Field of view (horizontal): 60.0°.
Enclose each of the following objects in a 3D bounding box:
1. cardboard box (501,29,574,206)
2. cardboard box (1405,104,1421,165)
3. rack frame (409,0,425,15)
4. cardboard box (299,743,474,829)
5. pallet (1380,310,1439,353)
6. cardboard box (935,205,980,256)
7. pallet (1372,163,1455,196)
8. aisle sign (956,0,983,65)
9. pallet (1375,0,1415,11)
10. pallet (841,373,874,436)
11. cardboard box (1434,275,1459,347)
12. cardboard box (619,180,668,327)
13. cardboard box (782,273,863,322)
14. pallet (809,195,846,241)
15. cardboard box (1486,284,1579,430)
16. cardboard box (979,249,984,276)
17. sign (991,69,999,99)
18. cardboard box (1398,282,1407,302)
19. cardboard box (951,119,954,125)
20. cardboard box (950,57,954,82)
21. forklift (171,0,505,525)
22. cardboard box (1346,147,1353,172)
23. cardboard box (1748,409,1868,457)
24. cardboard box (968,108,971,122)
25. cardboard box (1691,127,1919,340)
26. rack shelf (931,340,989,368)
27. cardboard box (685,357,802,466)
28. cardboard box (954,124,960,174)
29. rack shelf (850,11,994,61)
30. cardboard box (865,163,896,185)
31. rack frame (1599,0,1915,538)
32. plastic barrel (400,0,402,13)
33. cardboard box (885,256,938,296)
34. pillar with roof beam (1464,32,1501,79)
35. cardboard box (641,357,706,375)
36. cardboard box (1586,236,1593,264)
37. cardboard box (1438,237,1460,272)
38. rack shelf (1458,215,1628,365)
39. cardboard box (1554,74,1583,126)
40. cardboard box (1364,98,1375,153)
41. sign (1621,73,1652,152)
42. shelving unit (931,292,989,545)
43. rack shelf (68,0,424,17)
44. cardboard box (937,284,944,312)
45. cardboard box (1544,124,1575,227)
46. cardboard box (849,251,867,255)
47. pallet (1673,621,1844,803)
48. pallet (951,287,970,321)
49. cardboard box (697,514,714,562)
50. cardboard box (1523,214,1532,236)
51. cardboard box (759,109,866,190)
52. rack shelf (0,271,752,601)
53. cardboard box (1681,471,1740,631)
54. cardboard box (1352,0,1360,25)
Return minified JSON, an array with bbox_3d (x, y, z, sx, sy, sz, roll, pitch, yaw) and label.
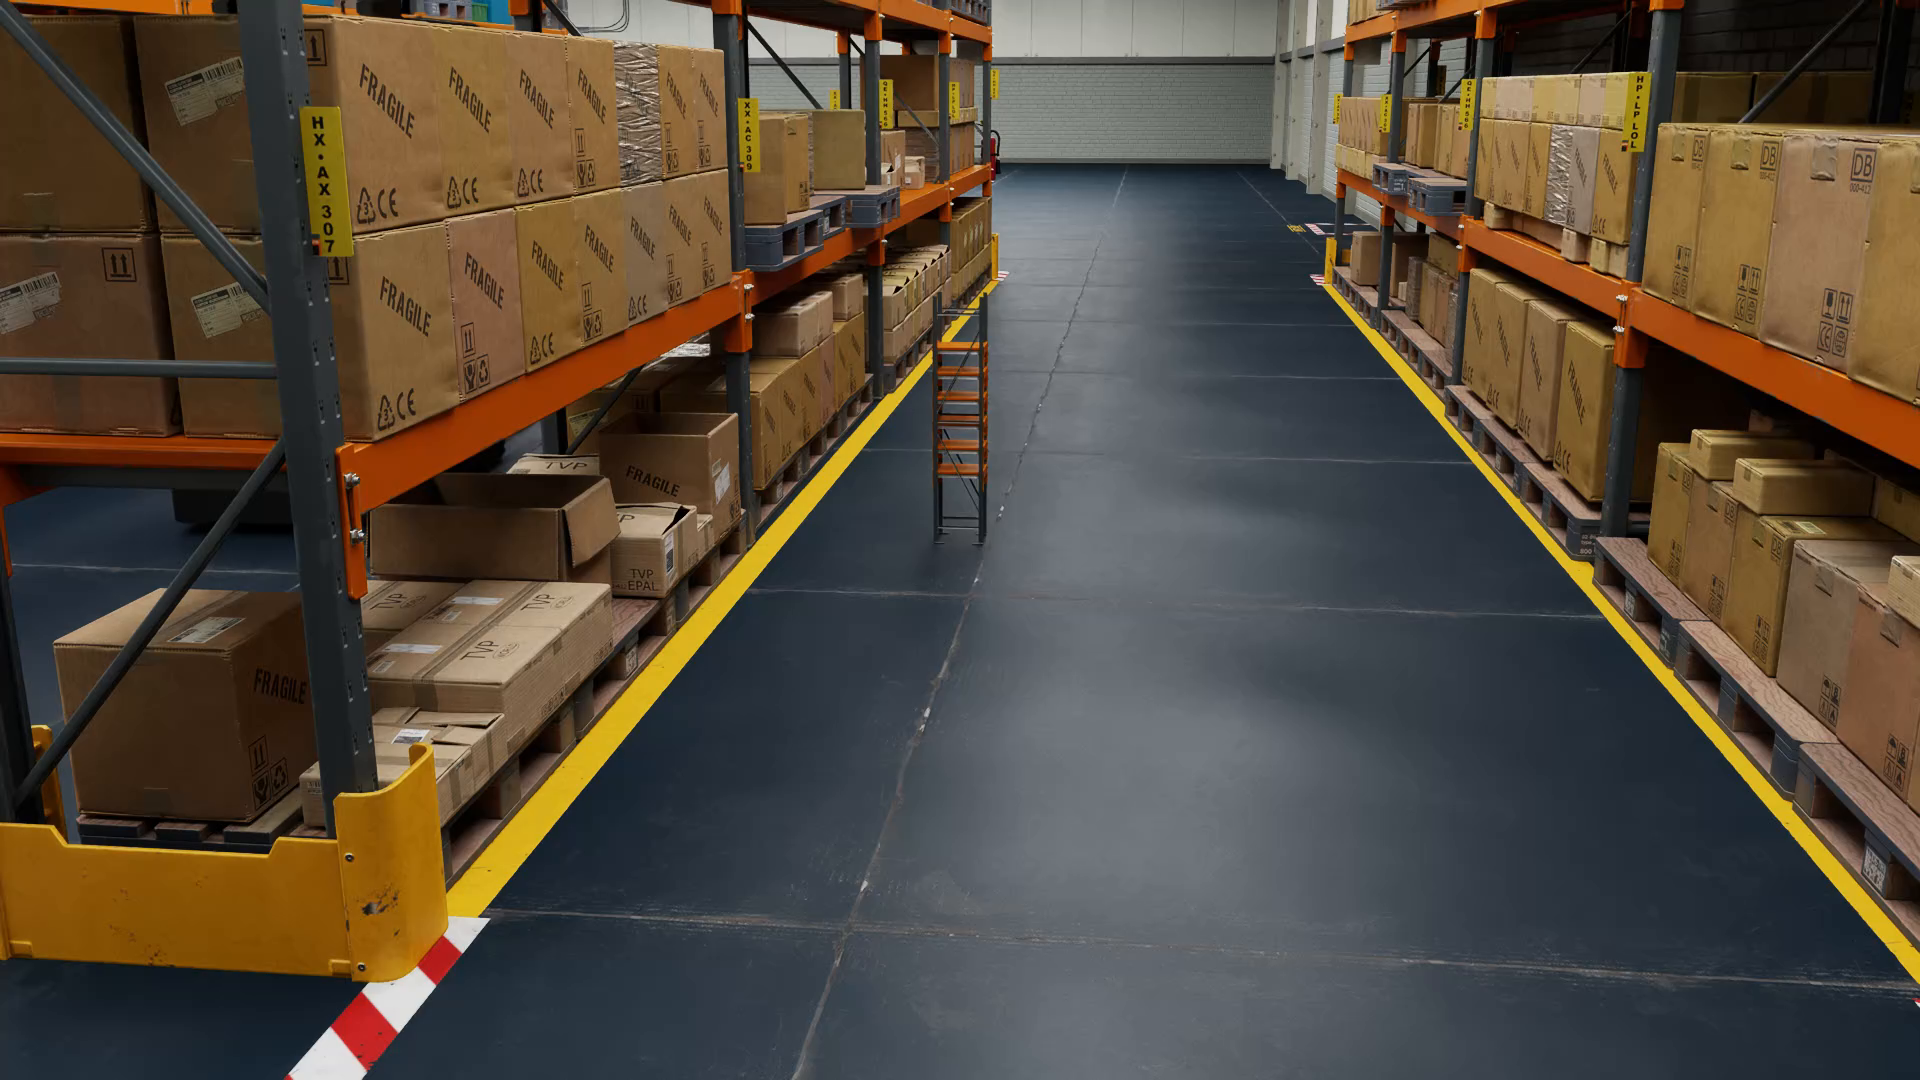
[{"bbox_3d":[-1.526,-1.297,5.104,0.500,0.500,0.500,2,15,7],"label":"cardboard box"},{"bbox_3d":[4.234,-3.490,14.288,0.700,0.500,0.500,2,15,6],"label":"cardboard box"},{"bbox_3d":[-5.518,-3.652,15.923,1.000,3.000,0.127,2,15,6],"label":"rack frame"},{"bbox_3d":[-1.562,0.672,4.548,0.380,0.149,0.250,2,15,6],"label":"cardboard box"},{"bbox_3d":[4.239,-1.812,14.460,1.003,0.211,1.213,2,15,6],"label":"pallet"},{"bbox_3d":[-0.066,-3.243,17.435,0.500,0.500,0.500,2,15,6],"label":"cardboard box"},{"bbox_3d":[4.095,-3.074,14.151,1.003,0.211,1.213,2,15,6],"label":"pallet"},{"bbox_3d":[0.154,-5.806,18.908,0.394,0.787,0.004,2,15,6],"label":"aisle sign"},{"bbox_3d":[4.150,-4.561,13.896,1.213,0.211,1.003,2,15,6],"label":"pallet"},{"bbox_3d":[-1.170,-0.929,11.195,1.003,0.211,1.213,2,15,6],"label":"pallet"},{"bbox_3d":[4.105,-1.777,12.933,0.700,0.500,0.500,2,15,6],"label":"cardboard box"},{"bbox_3d":[-1.414,-1.075,6.198,0.500,0.500,0.500,2,15,8],"label":"cardboard box"},{"bbox_3d":[-0.923,-1.572,10.737,0.500,0.250,0.500,2,15,8],"label":"cardboard box"},{"bbox_3d":[-1.263,-1.871,9.702,1.003,0.211,1.213,2,15,6],"label":"pallet"},{"bbox_3d":[3.556,-1.074,9.702,0.750,0.750,0.750,2,15,6],"label":"cardboard box"},{"bbox_3d":[-0.012,-3.011,18.013,0.500,0.250,0.500,2,15,6],"label":"cardboard box"},{"bbox_3d":[0.392,-5.197,18.962,0.100,0.325,0.005,2,15,6],"label":"sign"},{"bbox_3d":[4.356,-2.345,15.672,0.380,0.166,0.250,0,15,-1],"label":"cardboard box"},{"bbox_3d":[-0.260,-4.196,16.498,0.380,0.149,0.250,1,15,4],"label":"cardboard box"},{"bbox_3d":[-0.440,-4.556,16.588,0.700,0.500,0.500,2,15,6],"label":"cardboard box"},{"bbox_3d":[-3.293,-1.816,9.262,1.130,2.935,3.031,1,15,3],"label":"forklift"},{"bbox_3d":[4.299,-3.951,17.276,0.500,0.250,0.500,1,15,5],"label":"cardboard box"},{"bbox_3d":[3.450,-0.436,6.768,0.380,0.149,0.250,2,15,6],"label":"cardboard box"},{"bbox_3d":[-0.087,-4.600,17.994,0.380,0.149,0.250,2,15,7],"label":"cardboard box"},{"bbox_3d":[3.258,-1.101,5.913,0.980,0.700,0.700,1,15,5],"label":"cardboard box"},{"bbox_3d":[0.002,-0.888,7.937,0.258,0.103,0.180,2,15,6],"label":"rack shelf"},{"bbox_3d":[-1.154,-0.693,8.925,0.500,0.500,0.500,2,15,7],"label":"cardboard box"},{"bbox_3d":[-0.383,-4.069,17.271,0.700,0.500,0.500,2,15,8],"label":"cardboard box"},{"bbox_3d":[-0.371,-5.125,17.000,1.077,0.370,4.000,2,15,6],"label":"rack shelf"},{"bbox_3d":[-0.755,-2.651,12.391,0.500,0.311,0.500,2,15,6],"label":"cardboard box"},{"bbox_3d":[3.423,-1.286,7.170,1.000,3.000,0.127,2,15,6],"label":"rack frame"},{"bbox_3d":[-5.360,-5.204,14.954,0.600,0.901,0.708,2,15,6],"label":"plastic barrel"},{"bbox_3d":[-0.469,-2.274,14.213,0.500,0.311,0.500,2,15,6],"label":"cardboard box"},{"bbox_3d":[1.280,-7.214,17.600,9.100,9.000,0.400,2,15,6],"label":"pillar with roof beam"},{"bbox_3d":[-1.665,-0.701,8.953,0.500,0.500,0.500,2,15,6],"label":"cardboard box"},{"bbox_3d":[3.259,-1.402,8.043,0.380,0.149,0.250,2,15,8],"label":"cardboard box"},{"bbox_3d":[4.158,-2.287,13.384,0.500,0.250,0.500,1,15,5],"label":"cardboard box"},{"bbox_3d":[3.648,-1.457,9.182,1.077,0.370,4.000,2,15,6],"label":"rack shelf"},{"bbox_3d":[3.346,-2.242,8.472,0.500,0.250,0.500,2,15,7],"label":"cardboard box"},{"bbox_3d":[4.122,-3.921,15.729,0.500,0.500,0.500,2,15,6],"label":"cardboard box"},{"bbox_3d":[2.883,-1.820,7.079,0.100,0.325,0.005,2,15,6],"label":"sign"},{"bbox_3d":[0.002,-0.583,8.019,0.258,1.200,0.189,2,15,6],"label":"shelving unit"},{"bbox_3d":[-5.744,-4.234,13.707,1.077,0.370,4.000,2,15,6],"label":"rack shelf"},{"bbox_3d":[-0.415,-2.134,14.769,0.500,0.250,0.500,1,15,5],"label":"cardboard box"},{"bbox_3d":[3.337,-1.877,8.557,0.500,0.500,0.500,2,15,6],"label":"cardboard box"},{"bbox_3d":[-0.953,-2.422,14.762,0.500,0.311,0.500,2,15,6],"label":"cardboard box"},{"bbox_3d":[3.124,0.573,5.640,1.003,0.211,1.213,2,15,6],"label":"pallet"},{"bbox_3d":[-0.466,-2.364,16.502,1.003,0.211,1.213,2,15,6],"label":"pallet"},{"bbox_3d":[-1.265,-0.012,7.077,0.380,0.149,0.250,2,15,6],"label":"cardboard box"},{"bbox_3d":[3.529,-1.865,9.755,0.380,0.149,0.250,2,15,7],"label":"cardboard box"},{"bbox_3d":[-1.007,-2.552,10.859,0.700,0.500,0.500,-3,16,-13],"label":"cardboard box"},{"bbox_3d":[-1.725,-0.565,5.882,1.077,0.370,4.000,2,15,6],"label":"rack shelf"},{"bbox_3d":[3.177,0.039,6.254,0.700,0.500,0.500,2,15,6],"label":"cardboard box"},{"bbox_3d":[4.395,-5.686,17.468,0.500,0.500,0.500,3,15,10],"label":"cardboard box"}]
